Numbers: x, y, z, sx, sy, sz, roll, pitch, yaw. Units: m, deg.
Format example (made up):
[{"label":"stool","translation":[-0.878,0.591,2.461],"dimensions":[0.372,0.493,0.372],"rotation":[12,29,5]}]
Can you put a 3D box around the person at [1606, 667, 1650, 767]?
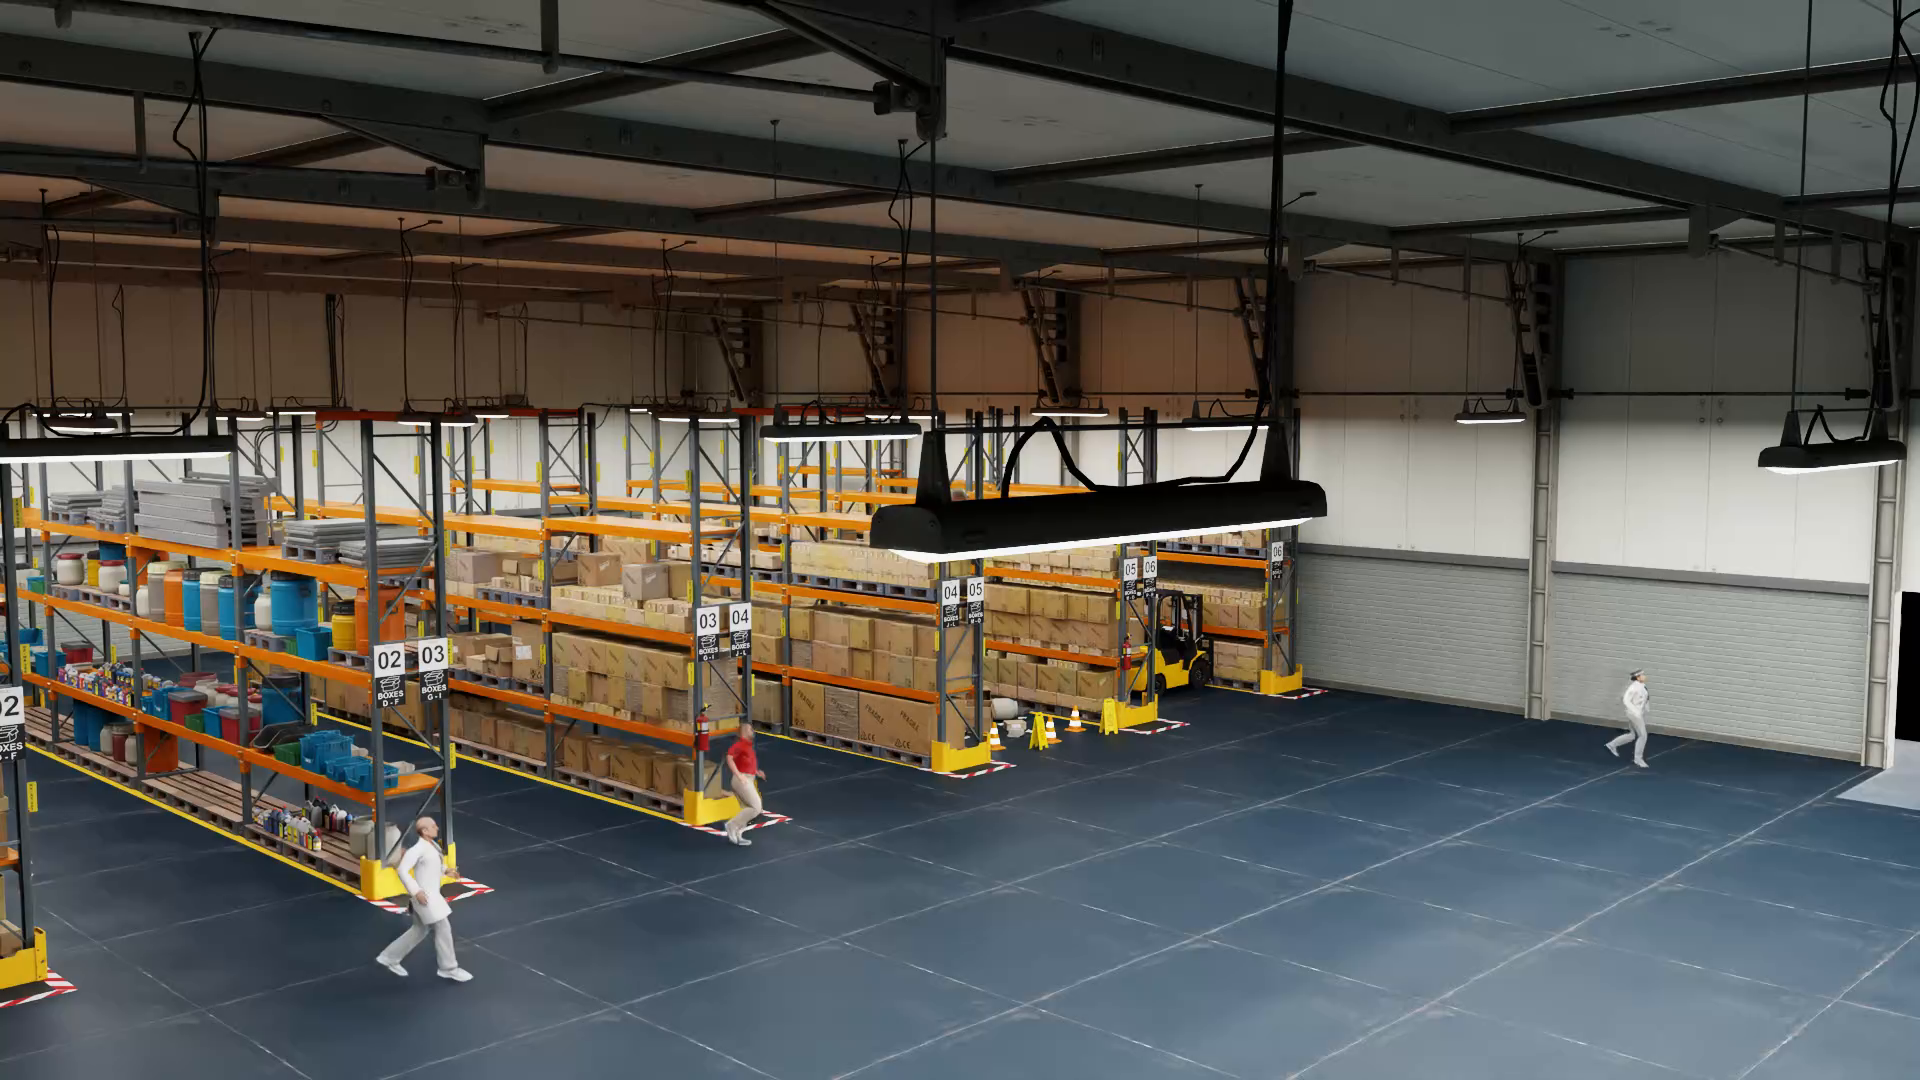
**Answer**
[{"label":"person","translation":[11.412,2.996,28.352],"dimensions":[0.726,1.738,0.622],"rotation":[3,6,29]}]

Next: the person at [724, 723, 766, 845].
[{"label":"person","translation":[-3.020,3.425,23.455],"dimensions":[0.547,1.669,0.725],"rotation":[0,5,-4]}]

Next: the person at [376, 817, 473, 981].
[{"label":"person","translation":[-5.773,3.862,17.868],"dimensions":[0.993,1.799,0.712],"rotation":[-1,5,-14]}]

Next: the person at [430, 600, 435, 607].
[{"label":"person","translation":[-11.791,2.164,37.036],"dimensions":[0.698,1.817,0.790],"rotation":[-4,6,-37]}]
